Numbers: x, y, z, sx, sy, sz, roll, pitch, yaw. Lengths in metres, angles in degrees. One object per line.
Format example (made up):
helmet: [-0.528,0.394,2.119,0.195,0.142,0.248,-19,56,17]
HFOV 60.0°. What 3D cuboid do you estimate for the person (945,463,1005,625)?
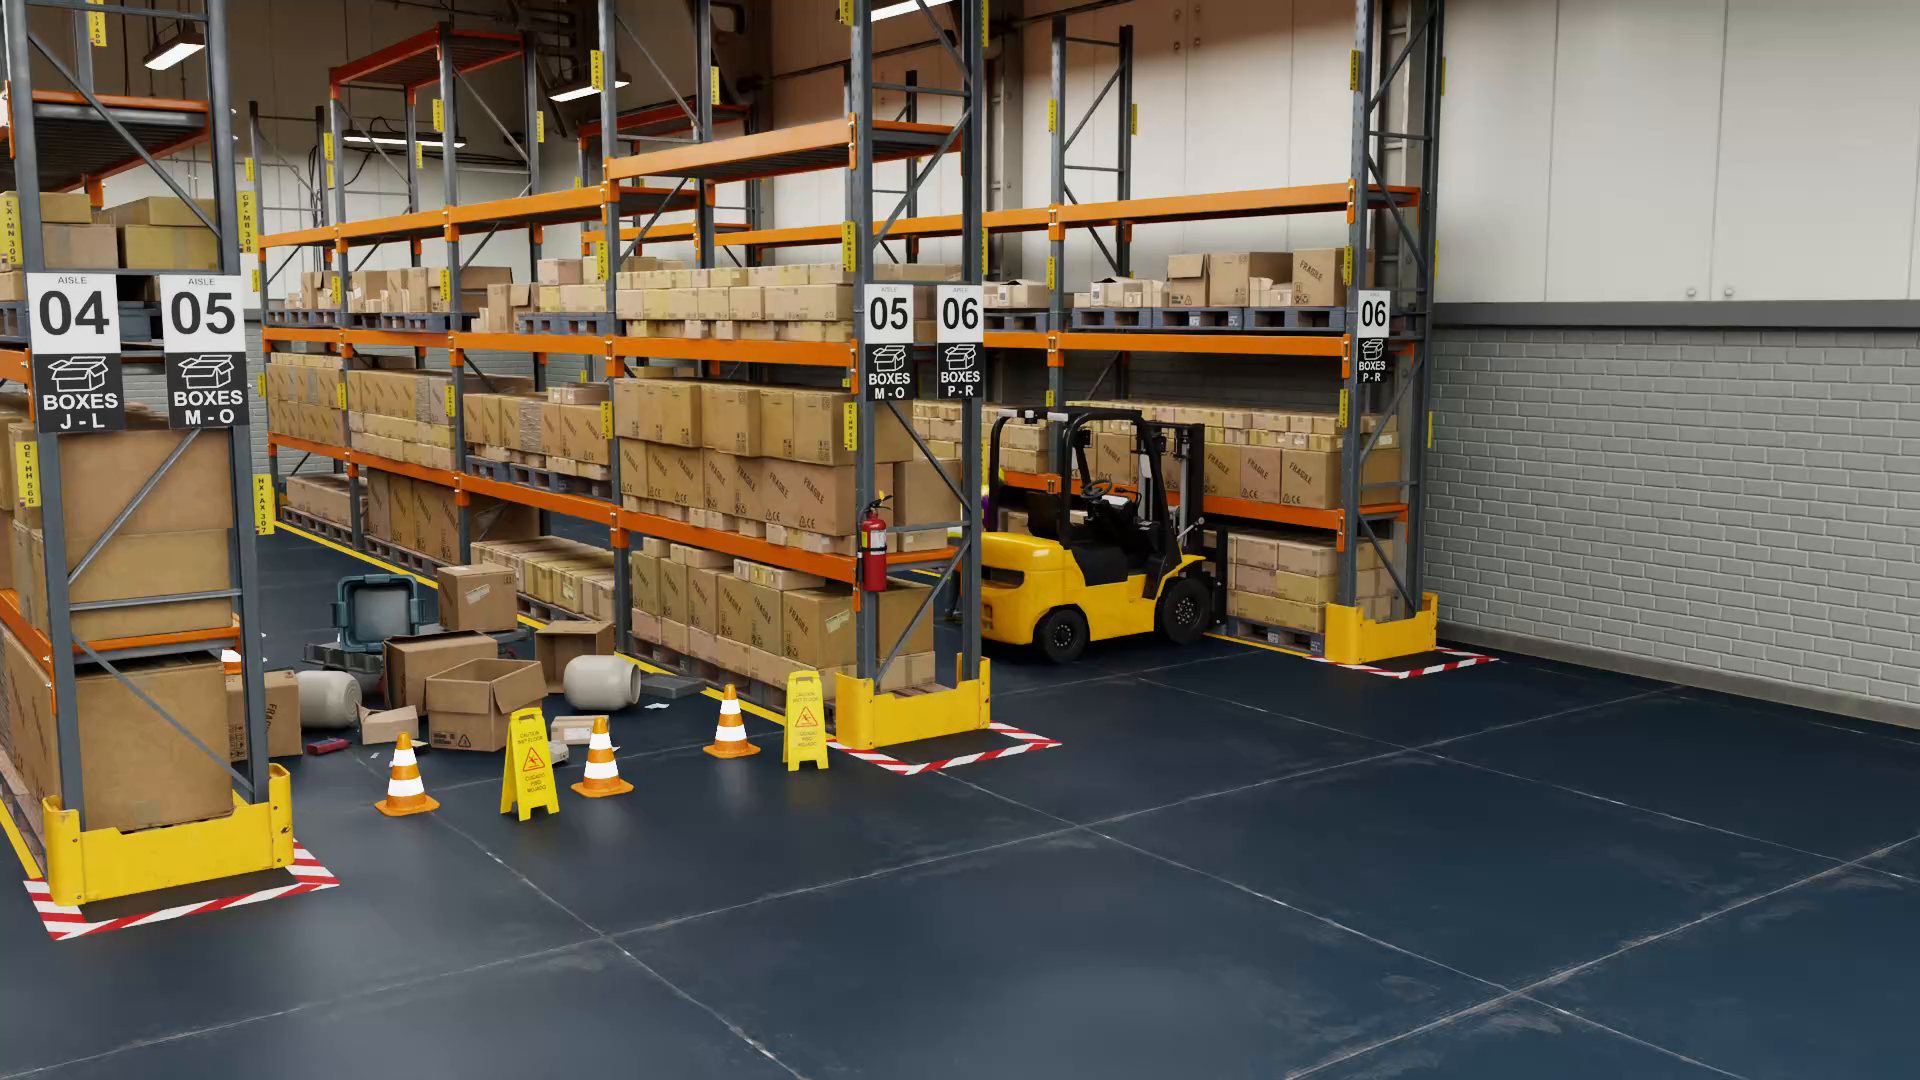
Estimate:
person: [0.118,0.020,16.383,0.800,1.545,0.487,-6,10,-37]
